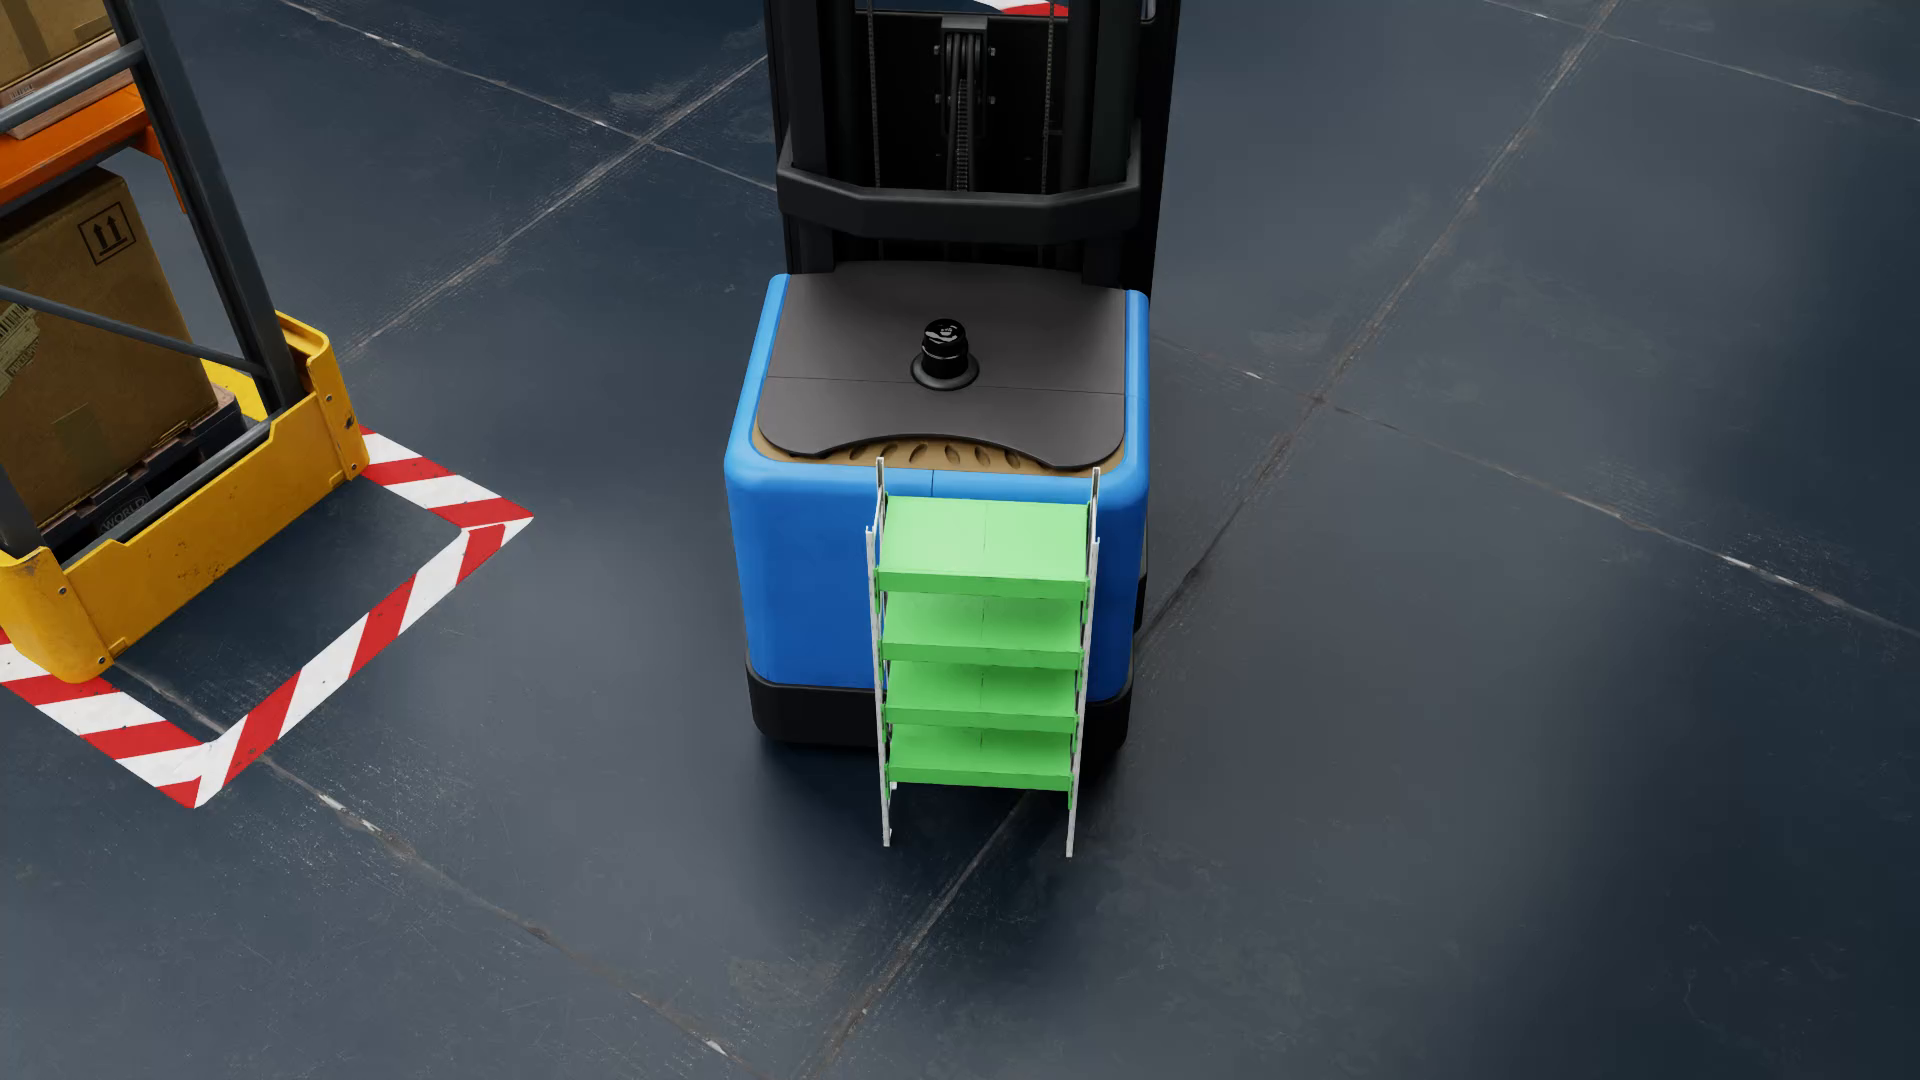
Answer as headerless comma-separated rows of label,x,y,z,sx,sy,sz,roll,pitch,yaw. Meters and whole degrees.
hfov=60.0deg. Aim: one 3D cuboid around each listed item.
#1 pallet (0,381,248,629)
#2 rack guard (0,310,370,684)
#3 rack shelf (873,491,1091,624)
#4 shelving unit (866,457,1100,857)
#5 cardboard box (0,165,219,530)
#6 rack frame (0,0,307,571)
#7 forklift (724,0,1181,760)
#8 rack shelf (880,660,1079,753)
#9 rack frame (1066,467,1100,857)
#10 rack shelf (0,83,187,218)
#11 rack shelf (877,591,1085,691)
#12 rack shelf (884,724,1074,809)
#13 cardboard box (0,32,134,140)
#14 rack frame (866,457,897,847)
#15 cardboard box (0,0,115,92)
pallet,-3.123,-0.327,5.421,1.213,0.211,1.003,25,51,22
rack guard,-2.387,-0.156,5.053,0.348,0.500,1.175,25,51,22
rack shelf,0.055,0.039,3.795,0.480,0.148,0.258,3,46,3
shelving unit,0.055,0.329,4.094,0.503,1.200,0.258,3,46,3
cardboard box,-2.989,-0.642,4.971,0.875,0.875,0.875,25,51,22
rack frame,-2.407,-1.037,4.166,0.127,3.000,1.000,25,51,22
forklift,0.048,-1.472,4.637,1.130,2.935,3.031,3,46,3
rack shelf,0.055,0.373,4.140,0.480,0.148,0.258,3,46,3
rack frame,0.299,0.341,4.082,0.015,1.200,0.240,3,46,3
rack shelf,-4.091,-1.560,5.176,4.000,0.370,1.077,25,51,22
rack shelf,0.055,0.206,3.968,0.480,0.148,0.258,3,46,3
rack shelf,0.055,0.541,4.312,0.480,0.148,0.258,3,46,3
cardboard box,-2.528,-1.286,4.583,0.250,0.149,0.380,25,51,23
rack frame,-0.188,0.317,4.105,0.015,1.200,0.240,3,46,3
cardboard box,-2.666,-1.437,4.452,0.500,0.250,0.500,23,50,21
